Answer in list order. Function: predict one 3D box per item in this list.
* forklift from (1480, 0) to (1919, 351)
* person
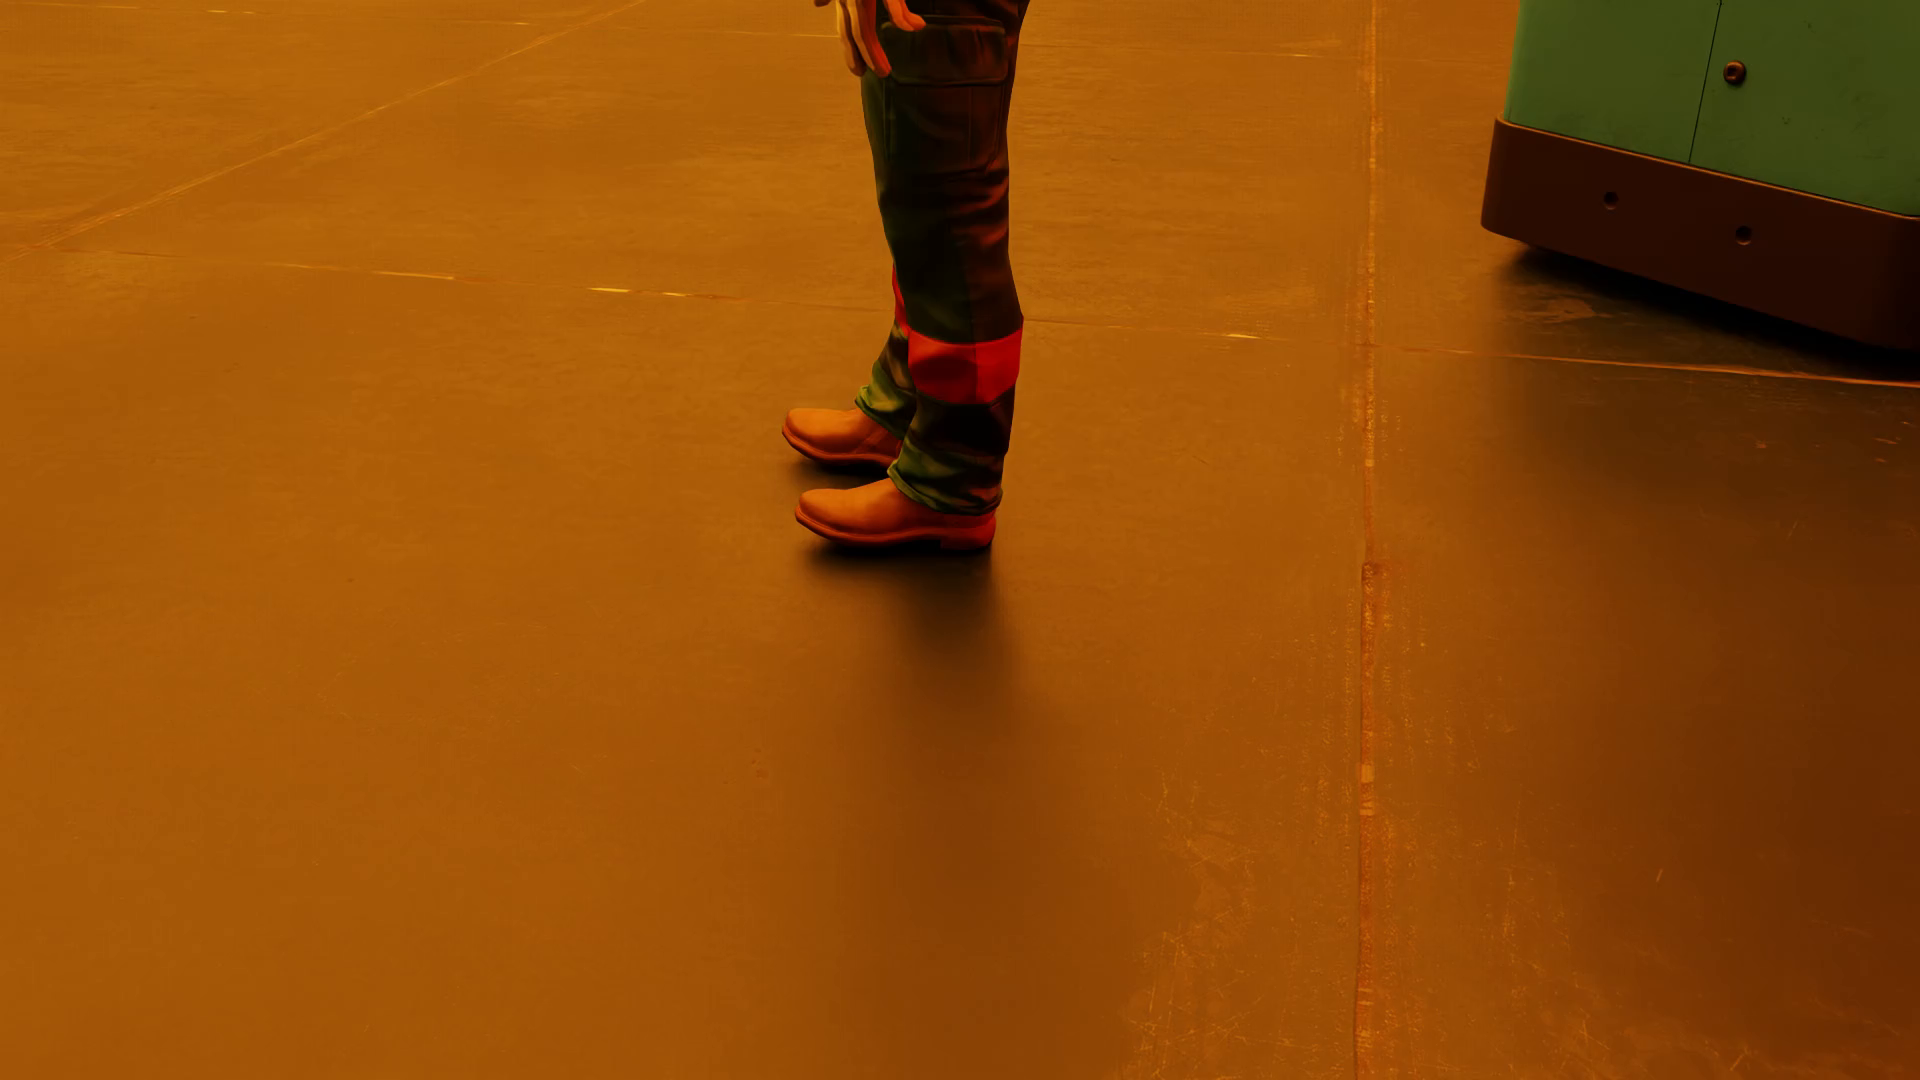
[{"bbox_3d":[2.681,-2.144,3.495,3.031,2.935,1.130,-17,31,-30],"label":"forklift"},{"bbox_3d":[-0.075,-0.819,2.120,0.564,1.787,0.637,6,27,11],"label":"person"}]
